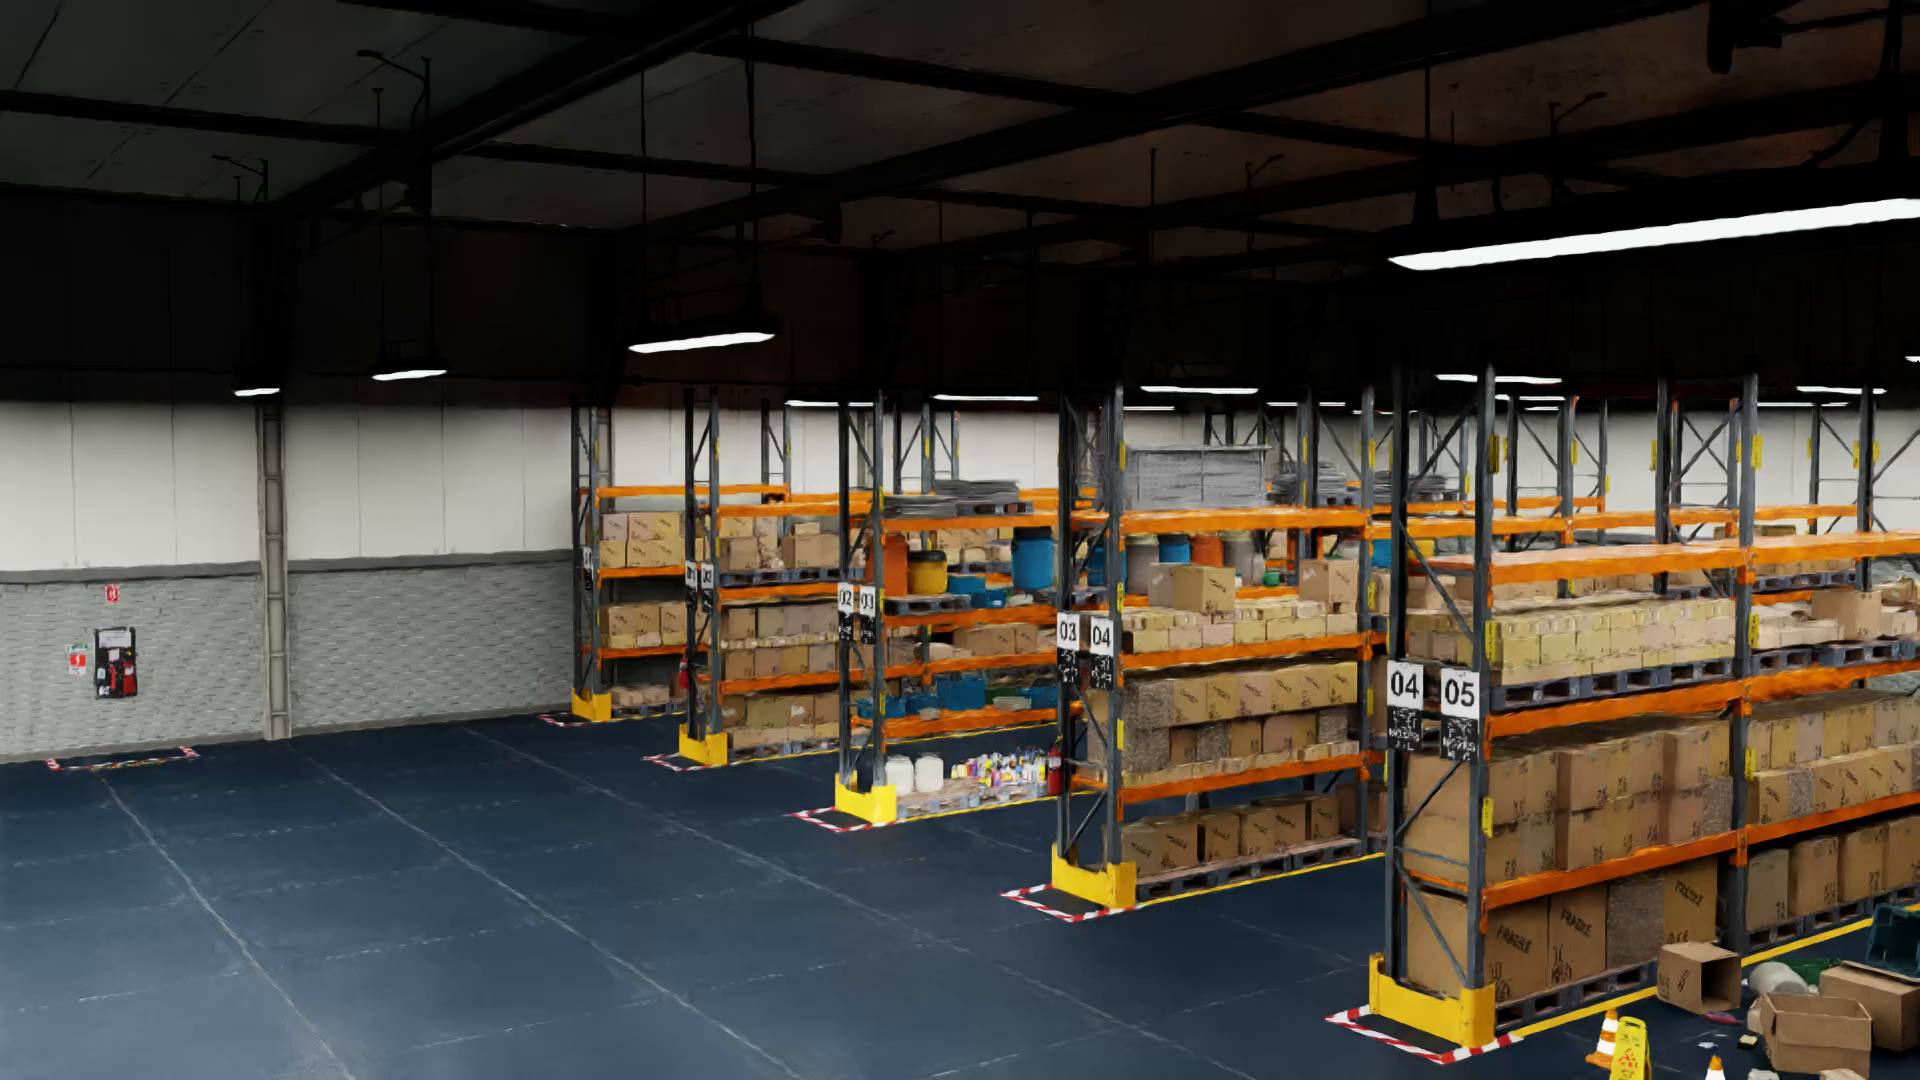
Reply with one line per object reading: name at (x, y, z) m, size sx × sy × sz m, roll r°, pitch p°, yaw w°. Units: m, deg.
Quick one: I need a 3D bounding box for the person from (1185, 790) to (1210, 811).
person at (3.240, 2.932, 22.121) m, size 0.452 × 1.768 × 0.632 m, roll 2°, pitch 4°, yaw 24°

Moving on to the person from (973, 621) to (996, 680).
person at (0.473, 2.383, 32.084) m, size 0.542 × 1.715 × 0.682 m, roll -2°, pitch 4°, yaw -35°
